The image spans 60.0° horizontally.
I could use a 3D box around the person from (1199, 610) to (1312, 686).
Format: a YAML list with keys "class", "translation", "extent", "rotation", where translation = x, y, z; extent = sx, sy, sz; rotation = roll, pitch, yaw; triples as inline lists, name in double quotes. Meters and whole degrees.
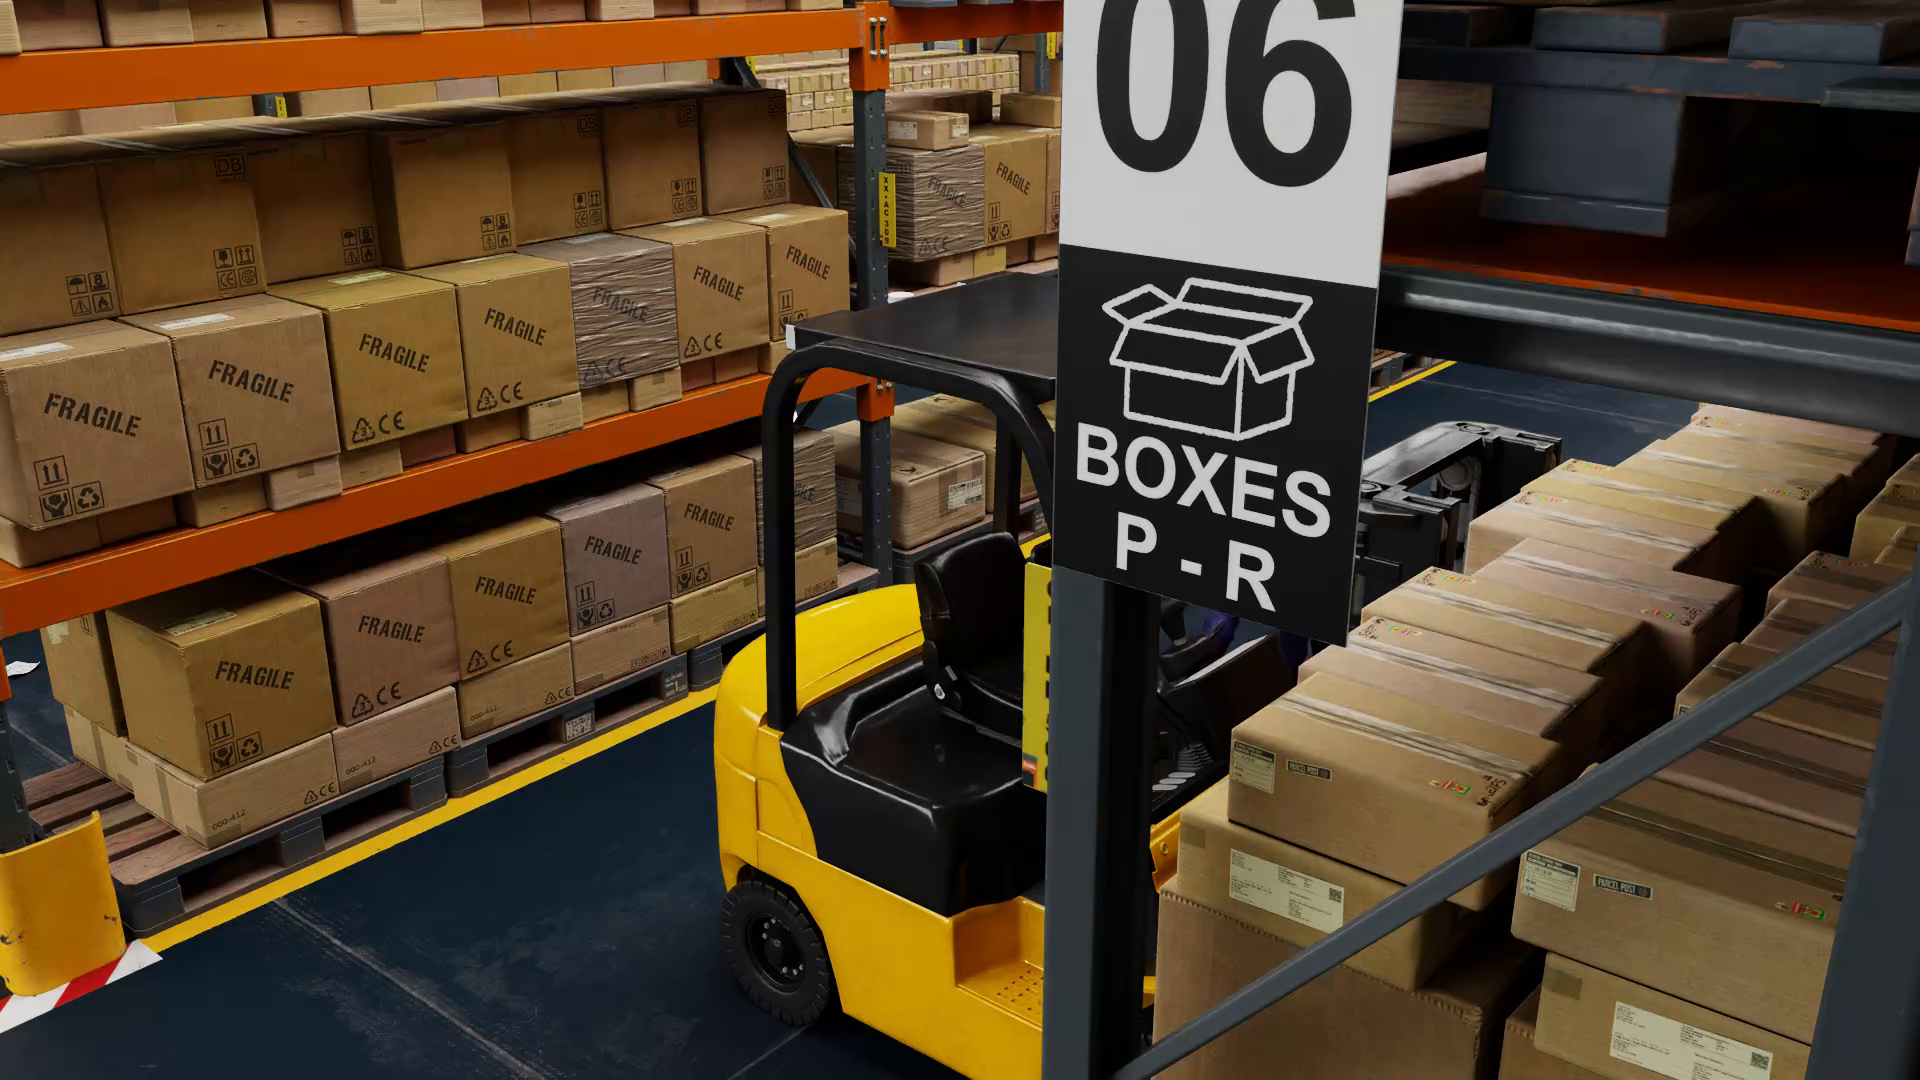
- class: "person"
  translation: [1.320, -0.119, 6.958]
  extent: [0.470, 1.626, 0.669]
  rotation: [13, 24, 31]
